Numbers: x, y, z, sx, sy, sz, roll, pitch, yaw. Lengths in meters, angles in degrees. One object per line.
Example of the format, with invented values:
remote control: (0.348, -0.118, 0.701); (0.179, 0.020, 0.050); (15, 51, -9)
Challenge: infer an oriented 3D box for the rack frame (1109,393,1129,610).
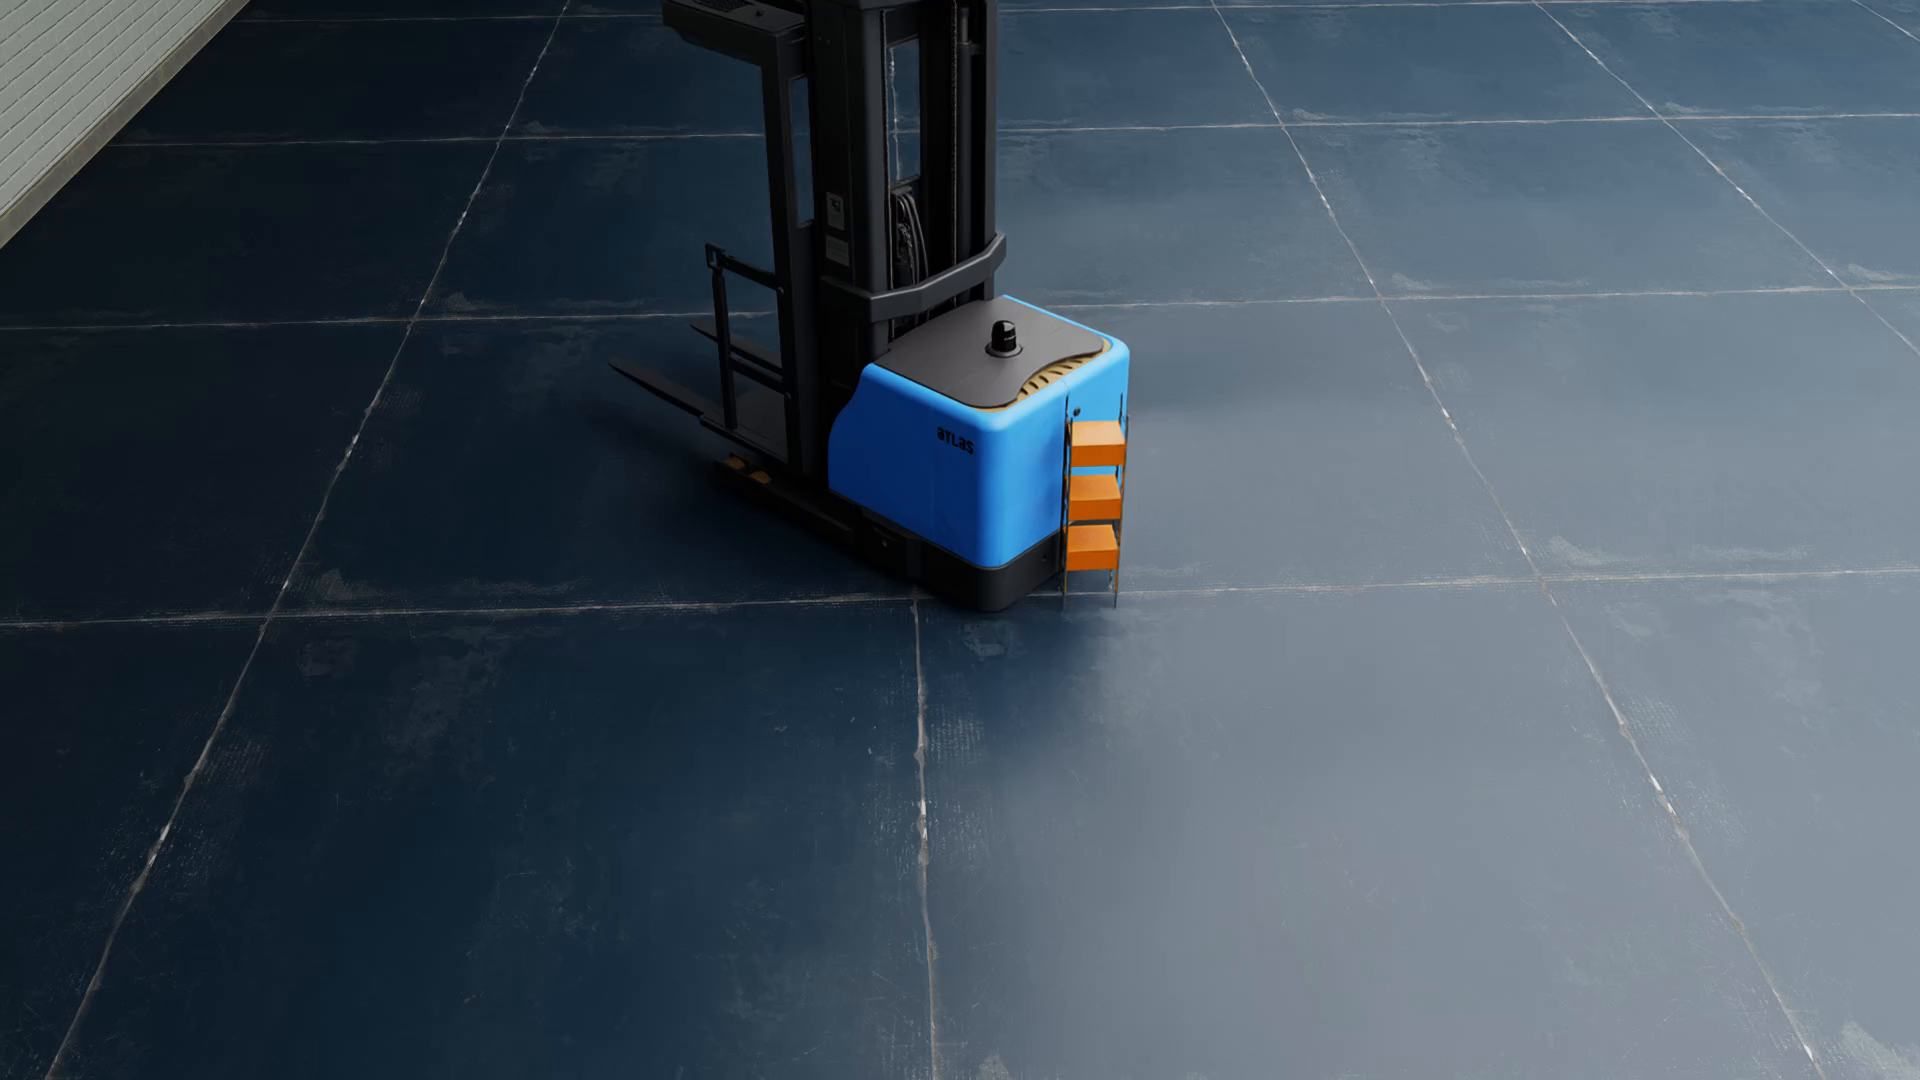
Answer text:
rack frame: (0.721, -0.161, 7.560); (0.008, 1.050, 0.200); (-2, 35, -3)

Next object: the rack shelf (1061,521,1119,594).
rack shelf: (0.599, 0.081, 7.718); (0.240, 0.259, 0.215); (-2, 35, -3)

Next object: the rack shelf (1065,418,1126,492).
rack shelf: (0.599, -0.381, 7.398); (0.240, 0.259, 0.215); (-2, 35, -3)

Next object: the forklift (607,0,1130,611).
forklift: (-0.631, -1.590, 7.972); (3.031, 2.935, 1.130); (27, 43, 33)

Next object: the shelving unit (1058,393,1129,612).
shelving unit: (0.599, -0.157, 7.554); (0.252, 1.050, 0.215); (-2, 35, -3)

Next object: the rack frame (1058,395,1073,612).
rack frame: (0.477, -0.152, 7.547); (0.008, 1.050, 0.200); (-2, 35, -3)

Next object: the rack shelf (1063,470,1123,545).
rack shelf: (0.599, -0.148, 7.560); (0.240, 0.259, 0.215); (-2, 35, -3)
